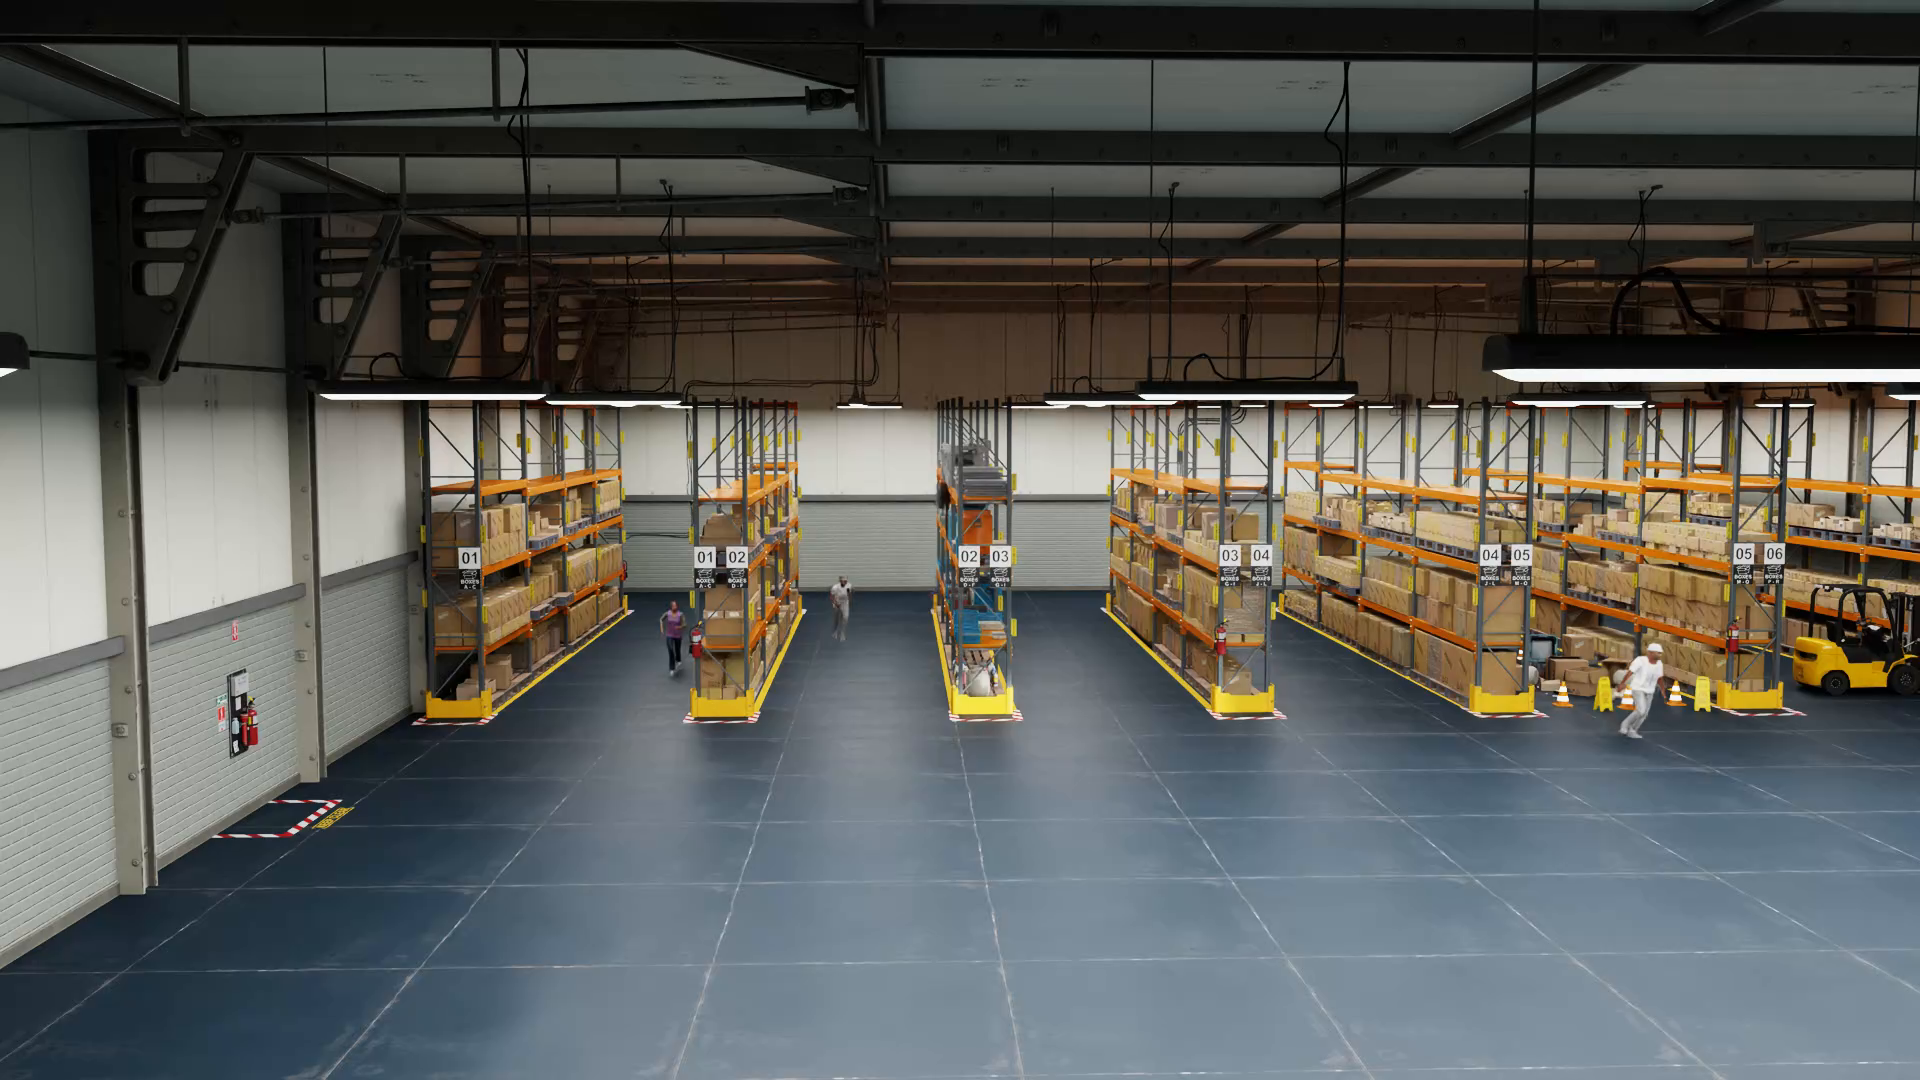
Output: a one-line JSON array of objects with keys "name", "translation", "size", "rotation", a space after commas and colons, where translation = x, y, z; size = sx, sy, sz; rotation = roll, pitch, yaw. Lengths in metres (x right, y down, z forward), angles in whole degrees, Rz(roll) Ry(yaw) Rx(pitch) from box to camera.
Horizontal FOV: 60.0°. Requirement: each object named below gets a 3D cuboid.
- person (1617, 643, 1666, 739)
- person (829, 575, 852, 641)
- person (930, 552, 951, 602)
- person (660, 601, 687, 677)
[{"name": "person", "translation": [11.920, 2.629, 28.973], "size": [0.685, 1.700, 0.637], "rotation": [-2, 5, -23]}, {"name": "person", "translation": [-2.904, 1.614, 40.229], "size": [0.600, 1.605, 0.934], "rotation": [-2, 5, -23]}, {"name": "person", "translation": [-0.533, 1.108, 49.545], "size": [0.594, 1.592, 0.744], "rotation": [2, 5, 23]}, {"name": "person", "translation": [-6.247, 2.132, 36.224], "size": [0.553, 1.605, 0.869], "rotation": [-1, 4, -9]}]
